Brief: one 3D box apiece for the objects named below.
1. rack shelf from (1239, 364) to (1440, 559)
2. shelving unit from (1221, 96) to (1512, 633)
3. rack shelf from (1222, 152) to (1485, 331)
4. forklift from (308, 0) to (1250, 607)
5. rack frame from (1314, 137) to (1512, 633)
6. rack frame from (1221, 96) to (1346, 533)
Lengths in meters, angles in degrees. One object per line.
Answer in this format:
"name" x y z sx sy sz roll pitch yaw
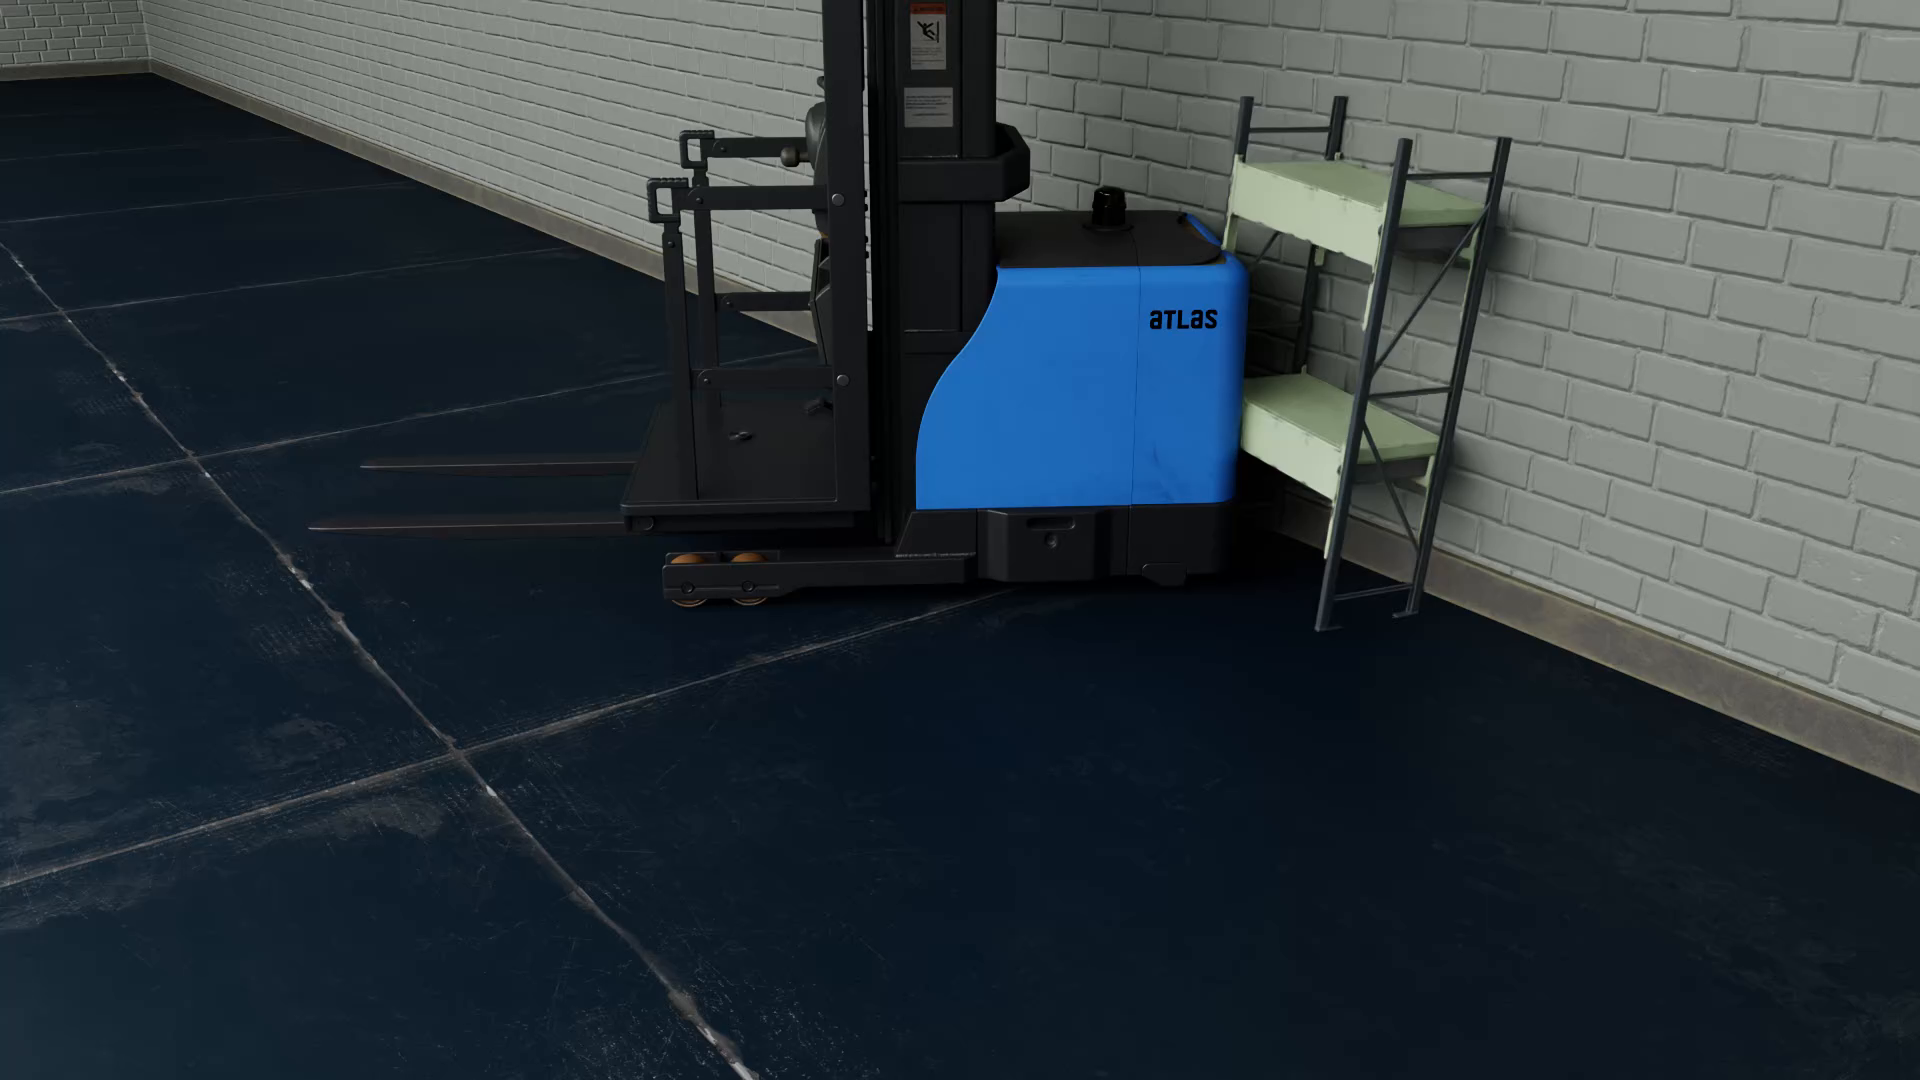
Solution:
"rack shelf" 1.142 -0.269 5.353 0.431 0.370 0.720 -8 26 -26
"shelving unit" 1.166 -0.569 5.227 0.431 1.500 0.755 -8 26 -26
"rack shelf" 1.193 -0.928 5.076 0.431 0.370 0.720 -8 26 -26
"forklift" -0.622 -1.348 5.319 3.031 2.935 1.130 -1 22 -3
"rack frame" 1.332 -0.432 4.931 0.400 1.500 0.023 -8 26 -26
"rack frame" 0.999 -0.707 5.523 0.400 1.500 0.023 -8 26 -26
